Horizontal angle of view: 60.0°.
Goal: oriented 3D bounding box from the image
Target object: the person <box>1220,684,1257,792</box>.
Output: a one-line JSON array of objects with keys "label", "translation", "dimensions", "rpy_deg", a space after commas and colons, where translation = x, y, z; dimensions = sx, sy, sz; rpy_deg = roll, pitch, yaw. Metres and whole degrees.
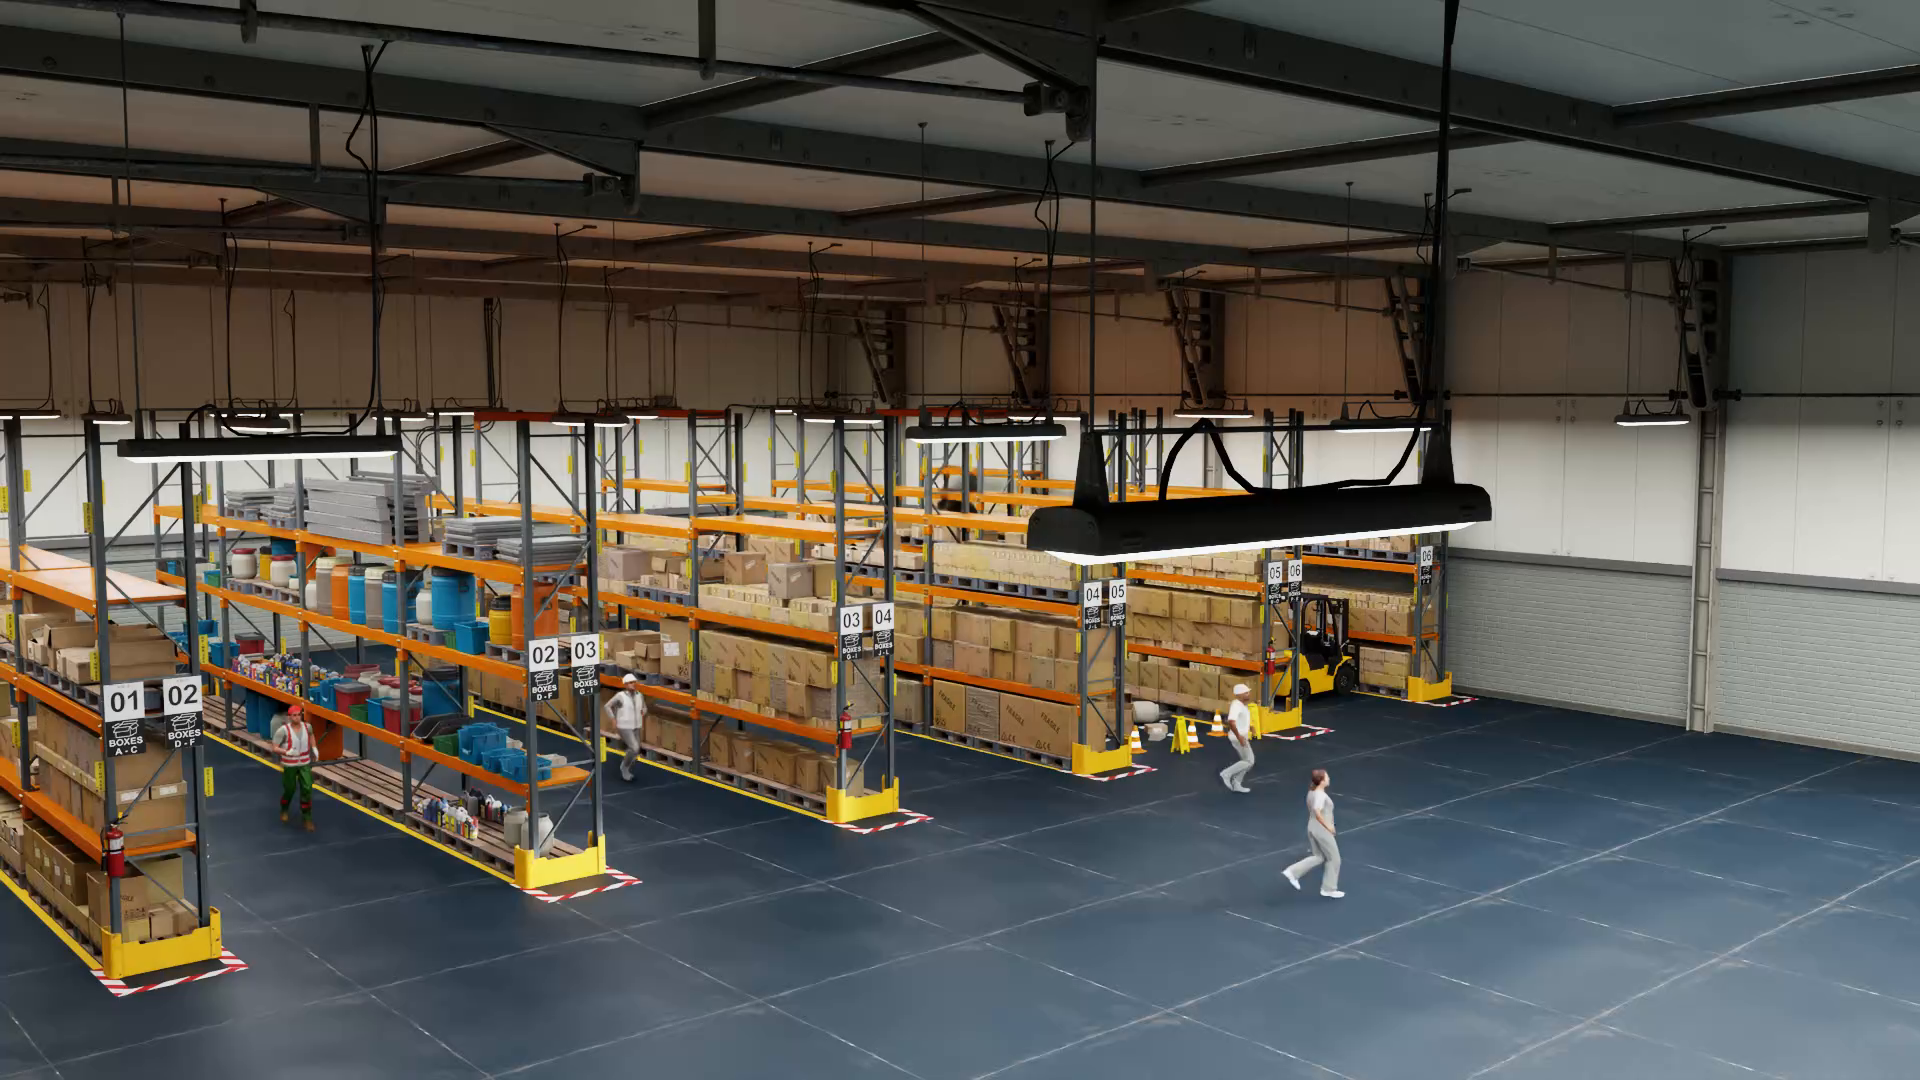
[{"label": "person", "translation": [4.435, 3.148, 26.466], "dimensions": [0.578, 1.733, 0.715], "rpy_deg": [1, 5, 8]}]

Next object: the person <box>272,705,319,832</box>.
[{"label": "person", "translation": [-9.690, 3.302, 24.266], "dimensions": [0.684, 1.829, 0.854], "rpy_deg": [-4, 7, -41]}]

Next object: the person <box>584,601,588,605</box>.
[{"label": "person", "translation": [-8.580, 2.201, 37.895], "dimensions": [0.674, 1.622, 0.599], "rpy_deg": [-2, 5, -23]}]

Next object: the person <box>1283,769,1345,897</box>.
[{"label": "person", "translation": [4.461, 3.678, 20.845], "dimensions": [0.790, 1.650, 0.579], "rpy_deg": [-1, 5, -10]}]

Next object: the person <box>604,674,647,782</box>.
[{"label": "person", "translation": [-5.373, 3.062, 27.161], "dimensions": [0.642, 1.751, 0.644], "rpy_deg": [4, 7, 40]}]
